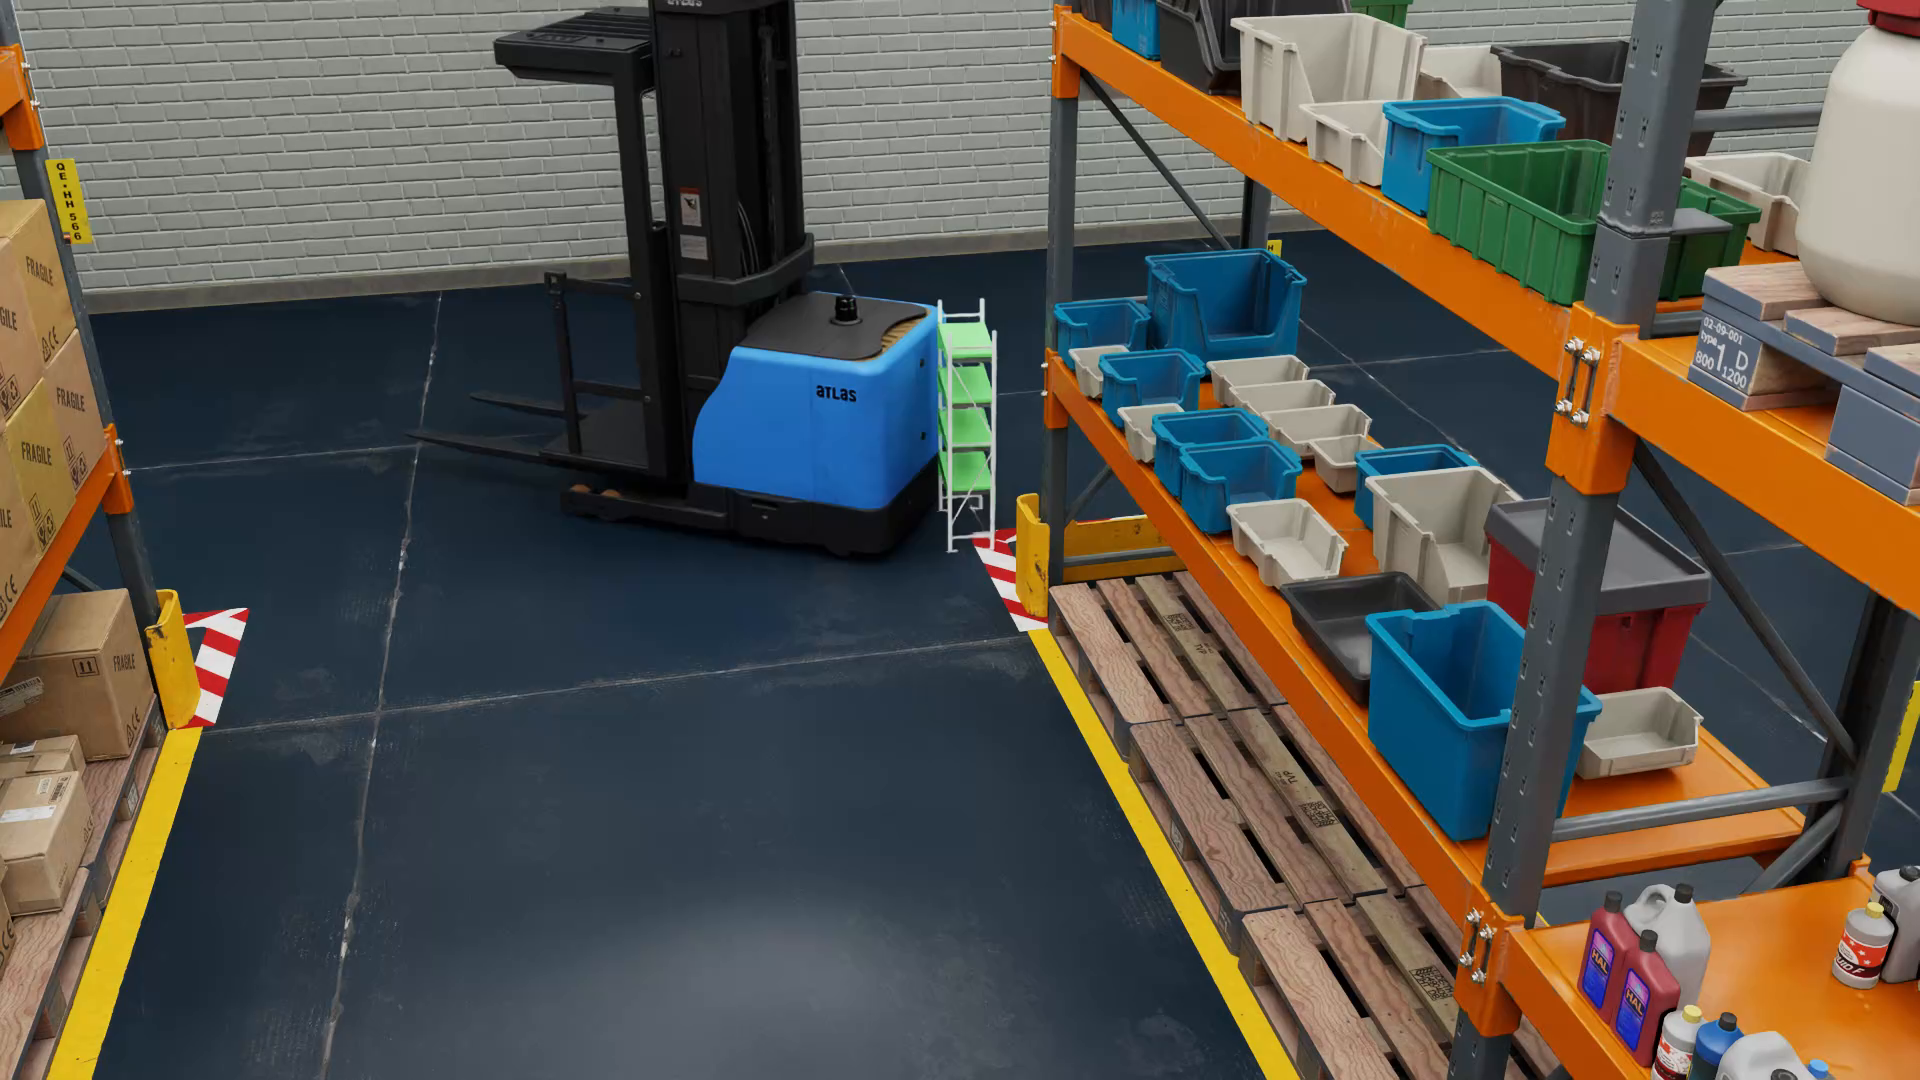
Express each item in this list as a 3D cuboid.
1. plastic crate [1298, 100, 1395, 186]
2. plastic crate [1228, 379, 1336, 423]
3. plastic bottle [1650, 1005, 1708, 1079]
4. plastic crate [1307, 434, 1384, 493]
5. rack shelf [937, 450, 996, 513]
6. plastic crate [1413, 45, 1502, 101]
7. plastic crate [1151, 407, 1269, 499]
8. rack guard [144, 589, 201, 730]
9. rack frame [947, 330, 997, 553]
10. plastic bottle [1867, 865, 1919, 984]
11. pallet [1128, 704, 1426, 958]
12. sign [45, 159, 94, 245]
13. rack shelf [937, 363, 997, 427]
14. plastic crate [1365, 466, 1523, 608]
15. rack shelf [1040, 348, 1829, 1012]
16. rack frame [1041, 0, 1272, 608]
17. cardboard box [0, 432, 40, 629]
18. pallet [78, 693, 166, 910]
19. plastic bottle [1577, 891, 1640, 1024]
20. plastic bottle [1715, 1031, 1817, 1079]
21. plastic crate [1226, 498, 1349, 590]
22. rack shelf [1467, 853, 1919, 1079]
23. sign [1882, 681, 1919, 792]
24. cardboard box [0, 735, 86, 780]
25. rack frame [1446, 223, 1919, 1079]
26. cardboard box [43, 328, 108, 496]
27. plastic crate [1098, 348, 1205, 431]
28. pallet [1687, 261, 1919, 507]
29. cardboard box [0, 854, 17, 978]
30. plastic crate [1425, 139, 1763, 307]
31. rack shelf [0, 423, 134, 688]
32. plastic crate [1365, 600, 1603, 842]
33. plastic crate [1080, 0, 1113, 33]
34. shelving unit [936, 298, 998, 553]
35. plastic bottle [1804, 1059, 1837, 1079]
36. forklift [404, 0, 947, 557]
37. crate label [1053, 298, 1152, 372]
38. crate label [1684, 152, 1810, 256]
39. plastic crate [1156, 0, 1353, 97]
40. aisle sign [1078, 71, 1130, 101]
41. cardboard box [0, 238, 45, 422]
[{"bbox_3d":[1.132,-1.069,4.503,0.293,0.136,0.466,-6,27,-12],"label":"plastic crate"},{"bbox_3d":[1.299,-0.525,6.687,0.396,0.136,0.243,-6,27,-12],"label":"plastic crate"},{"bbox_3d":[1.530,1.072,3.517,0.097,0.201,0.097,0,27,0],"label":"plastic bottle"},{"bbox_3d":[1.471,-0.277,6.196,0.298,0.136,0.250,-6,27,-12],"label":"plastic crate"},{"bbox_3d":[0.032,-0.316,8.719,0.258,0.148,0.480,-3,27,-6],"label":"rack shelf"},{"bbox_3d":[1.595,-1.423,5.205,0.437,0.136,0.530,-6,27,-12],"label":"plastic crate"},{"bbox_3d":[0.919,-0.316,6.167,0.416,0.233,0.300,-6,27,-12],"label":"plastic crate"},{"bbox_3d":[-3.922,0.567,7.072,1.175,0.500,0.348,-6,27,-12],"label":"rack guard"},{"bbox_3d":[0.058,-0.478,8.366,0.240,1.200,0.015,-3,27,-6],"label":"rack frame"},{"bbox_3d":[2.193,0.868,3.840,0.152,0.276,0.135,-6,27,-12],"label":"plastic bottle"},{"bbox_3d":[1.307,1.061,6.413,1.003,0.211,1.213,-6,27,-12],"label":"pallet"},{"bbox_3d":[-3.394,-1.288,6.337,0.100,0.325,0.005,-6,27,-12],"label":"sign"},{"bbox_3d":[0.032,-0.745,8.503,0.258,0.148,0.480,-3,27,-6],"label":"rack shelf"},{"bbox_3d":[1.625,0.009,5.468,0.437,0.282,0.530,-6,27,-12],"label":"plastic crate"},{"bbox_3d":[1.339,0.115,5.991,1.077,0.370,4.000,-6,27,-12],"label":"rack shelf"},{"bbox_3d":[0.888,-1.084,7.569,1.000,3.000,0.127,-6,27,-12],"label":"rack frame"},{"bbox_3d":[-3.345,-0.011,5.332,0.500,0.500,0.500,-6,27,-11],"label":"cardboard box"},{"bbox_3d":[-3.741,1.046,6.444,1.003,0.211,1.213,-6,27,-12],"label":"pallet"},{"bbox_3d":[1.456,0.928,3.711,0.061,0.283,0.133,-6,27,-12],"label":"plastic bottle"},{"bbox_3d":[1.605,1.130,3.320,0.152,0.276,0.135,-6,27,-12],"label":"plastic bottle"},{"bbox_3d":[1.104,0.029,5.590,0.293,0.136,0.466,-6,27,-12],"label":"plastic crate"},{"bbox_3d":[2.240,1.871,2.512,1.077,0.370,4.000,-6,27,-12],"label":"rack shelf"},{"bbox_3d":[2.326,0.493,4.136,0.100,0.325,0.005,-6,27,-12],"label":"sign"},{"bbox_3d":[-3.573,0.886,6.321,0.380,0.166,0.250,-6,27,-12],"label":"cardboard box"},{"bbox_3d":[1.789,0.672,4.090,1.000,3.000,0.127,-6,27,-12],"label":"rack frame"},{"bbox_3d":[-3.573,-0.458,6.218,0.500,0.500,0.500,-5,27,-10],"label":"cardboard box"},{"bbox_3d":[0.771,-0.605,6.739,0.416,0.233,0.300,-6,27,-12],"label":"plastic crate"},{"bbox_3d":[2.061,-0.249,2.794,1.213,0.211,1.003,-6,27,-12],"label":"pallet"},{"bbox_3d":[-3.466,1.267,5.193,0.797,0.503,0.637,-6,27,-12],"label":"cardboard box"},{"bbox_3d":[1.399,-0.728,3.769,0.450,0.188,0.662,-6,27,-12],"label":"plastic crate"},{"bbox_3d":[-3.488,0.617,4.998,1.077,0.370,4.000,-6,27,-12],"label":"rack shelf"},{"bbox_3d":[1.352,0.482,4.417,0.392,0.384,0.575,-6,27,-12],"label":"plastic crate"},{"bbox_3d":[0.703,-2.167,6.531,0.497,0.269,0.590,-6,27,-12],"label":"plastic crate"},{"bbox_3d":[0.032,-0.587,8.582,0.258,1.200,0.503,-3,27,-6],"label":"shelving unit"},{"bbox_3d":[1.722,1.142,3.378,0.097,0.201,0.097,0,27,0],"label":"plastic bottle"},{"bbox_3d":[-1.629,-1.620,8.707,3.031,2.935,1.130,9,28,18],"label":"forklift"},{"bbox_3d":[0.623,-0.894,7.312,0.416,0.233,0.303,-6,27,-12],"label":"crate label"},{"bbox_3d":[1.961,-0.793,3.957,0.293,0.136,0.466,-6,27,-12],"label":"crate label"},{"bbox_3d":[0.964,-1.697,5.523,0.504,0.338,0.767,-6,27,-12],"label":"plastic crate"},{"bbox_3d":[0.582,-2.246,6.986,0.394,0.787,0.004,-6,27,-12],"label":"aisle sign"},{"bbox_3d":[-3.456,-0.684,5.556,0.500,0.500,0.500,-5,27,-10],"label":"cardboard box"}]
